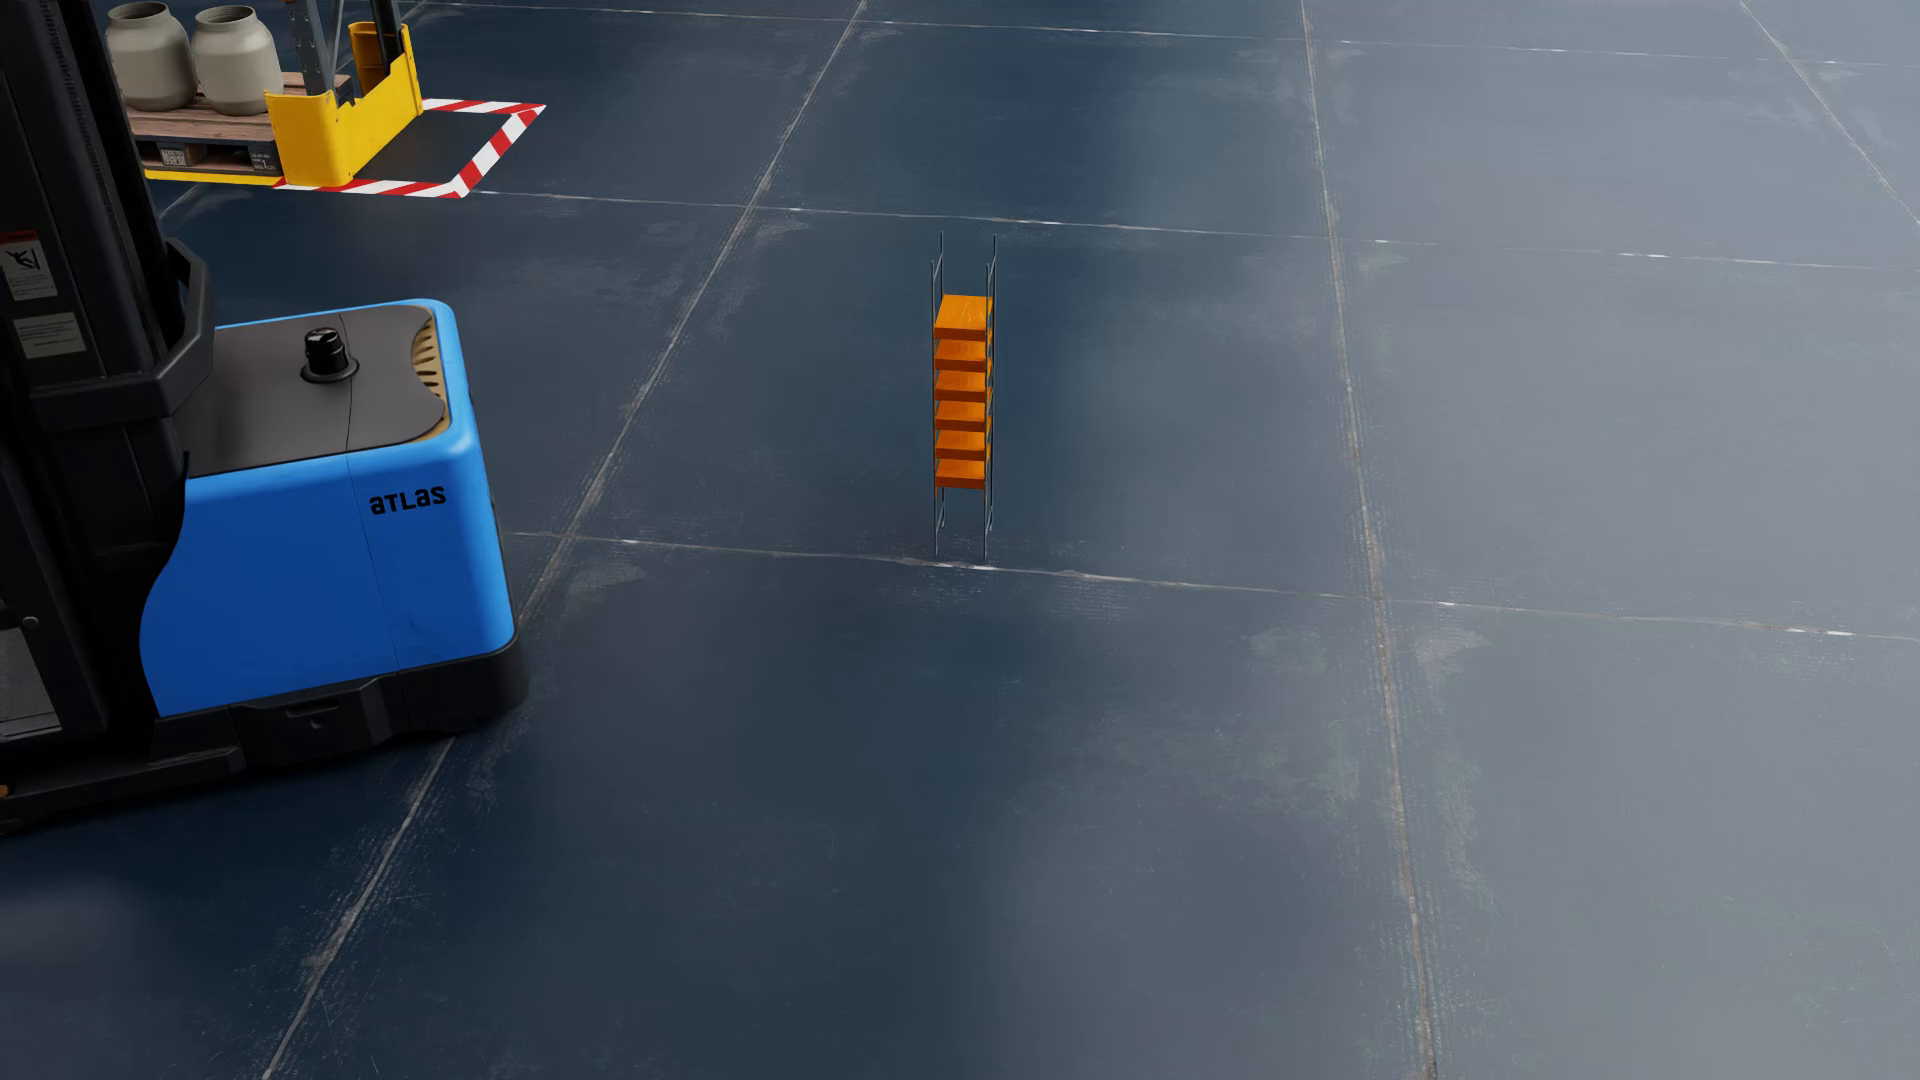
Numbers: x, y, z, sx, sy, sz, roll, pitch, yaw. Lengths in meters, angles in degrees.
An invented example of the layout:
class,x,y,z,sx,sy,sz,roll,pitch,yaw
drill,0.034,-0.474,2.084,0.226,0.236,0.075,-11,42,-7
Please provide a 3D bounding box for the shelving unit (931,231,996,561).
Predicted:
class,x,y,z,sx,sy,sz,roll,pitch,yaw
shelving unit,0.014,-0.487,5.900,0.189,1.200,0.258,4,36,6

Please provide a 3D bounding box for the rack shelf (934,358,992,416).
class,x,y,z,sx,sy,sz,roll,pitch,yaw
rack shelf,0.014,-0.549,5.856,0.180,0.103,0.258,4,36,6

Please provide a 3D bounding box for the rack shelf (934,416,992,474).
class,x,y,z,sx,sy,sz,roll,pitch,yaw
rack shelf,0.014,-0.353,5.995,0.180,0.103,0.258,4,36,6

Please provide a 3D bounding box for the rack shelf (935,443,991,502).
class,x,y,z,sx,sy,sz,roll,pitch,yaw
rack shelf,0.014,-0.256,6.065,0.180,0.103,0.258,4,36,6

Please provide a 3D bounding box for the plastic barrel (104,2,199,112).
class,x,y,z,sx,sy,sz,roll,pitch,yaw
plastic barrel,-4.472,-2.671,9.191,0.421,0.512,0.421,0,36,0

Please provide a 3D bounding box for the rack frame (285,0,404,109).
class,x,y,z,sx,sy,sz,roll,pitch,yaw
rack frame,-3.312,-3.471,8.532,0.127,3.000,1.000,4,36,6

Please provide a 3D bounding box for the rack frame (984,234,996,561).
class,x,y,z,sx,sy,sz,roll,pitch,yaw
rack frame,0.105,-0.481,5.890,0.006,1.200,0.240,4,36,6

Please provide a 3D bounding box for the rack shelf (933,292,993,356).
class,x,y,z,sx,sy,sz,roll,pitch,yaw
rack shelf,0.014,-0.744,5.717,0.180,0.103,0.258,4,36,6

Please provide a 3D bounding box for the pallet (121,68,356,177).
class,x,y,z,sx,sy,sz,roll,pitch,yaw
pallet,-4.199,-2.378,9.400,1.213,0.211,1.003,4,36,6

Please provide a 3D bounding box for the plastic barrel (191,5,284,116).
class,x,y,z,sx,sy,sz,roll,pitch,yaw
plastic barrel,-3.975,-2.634,9.139,0.421,0.512,0.421,0,36,0

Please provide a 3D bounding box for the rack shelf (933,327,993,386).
class,x,y,z,sx,sy,sz,roll,pitch,yaw
rack shelf,0.014,-0.646,5.786,0.180,0.103,0.258,4,36,6

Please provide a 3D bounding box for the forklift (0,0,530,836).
class,x,y,z,sx,sy,sz,roll,pitch,yaw
forklift,-2.982,-0.608,4.579,3.031,2.935,1.130,-11,37,-15

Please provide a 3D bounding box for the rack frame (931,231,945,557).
class,x,y,z,sx,sy,sz,roll,pitch,yaw
rack frame,-0.076,-0.494,5.909,0.006,1.200,0.240,4,36,6

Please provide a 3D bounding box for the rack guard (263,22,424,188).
class,x,y,z,sx,sy,sz,roll,pitch,yaw
rack guard,-3.393,-2.432,9.228,0.348,0.500,1.175,4,36,6

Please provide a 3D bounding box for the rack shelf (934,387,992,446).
class,x,y,z,sx,sy,sz,roll,pitch,yaw
rack shelf,0.014,-0.451,5.926,0.180,0.103,0.258,4,36,6
